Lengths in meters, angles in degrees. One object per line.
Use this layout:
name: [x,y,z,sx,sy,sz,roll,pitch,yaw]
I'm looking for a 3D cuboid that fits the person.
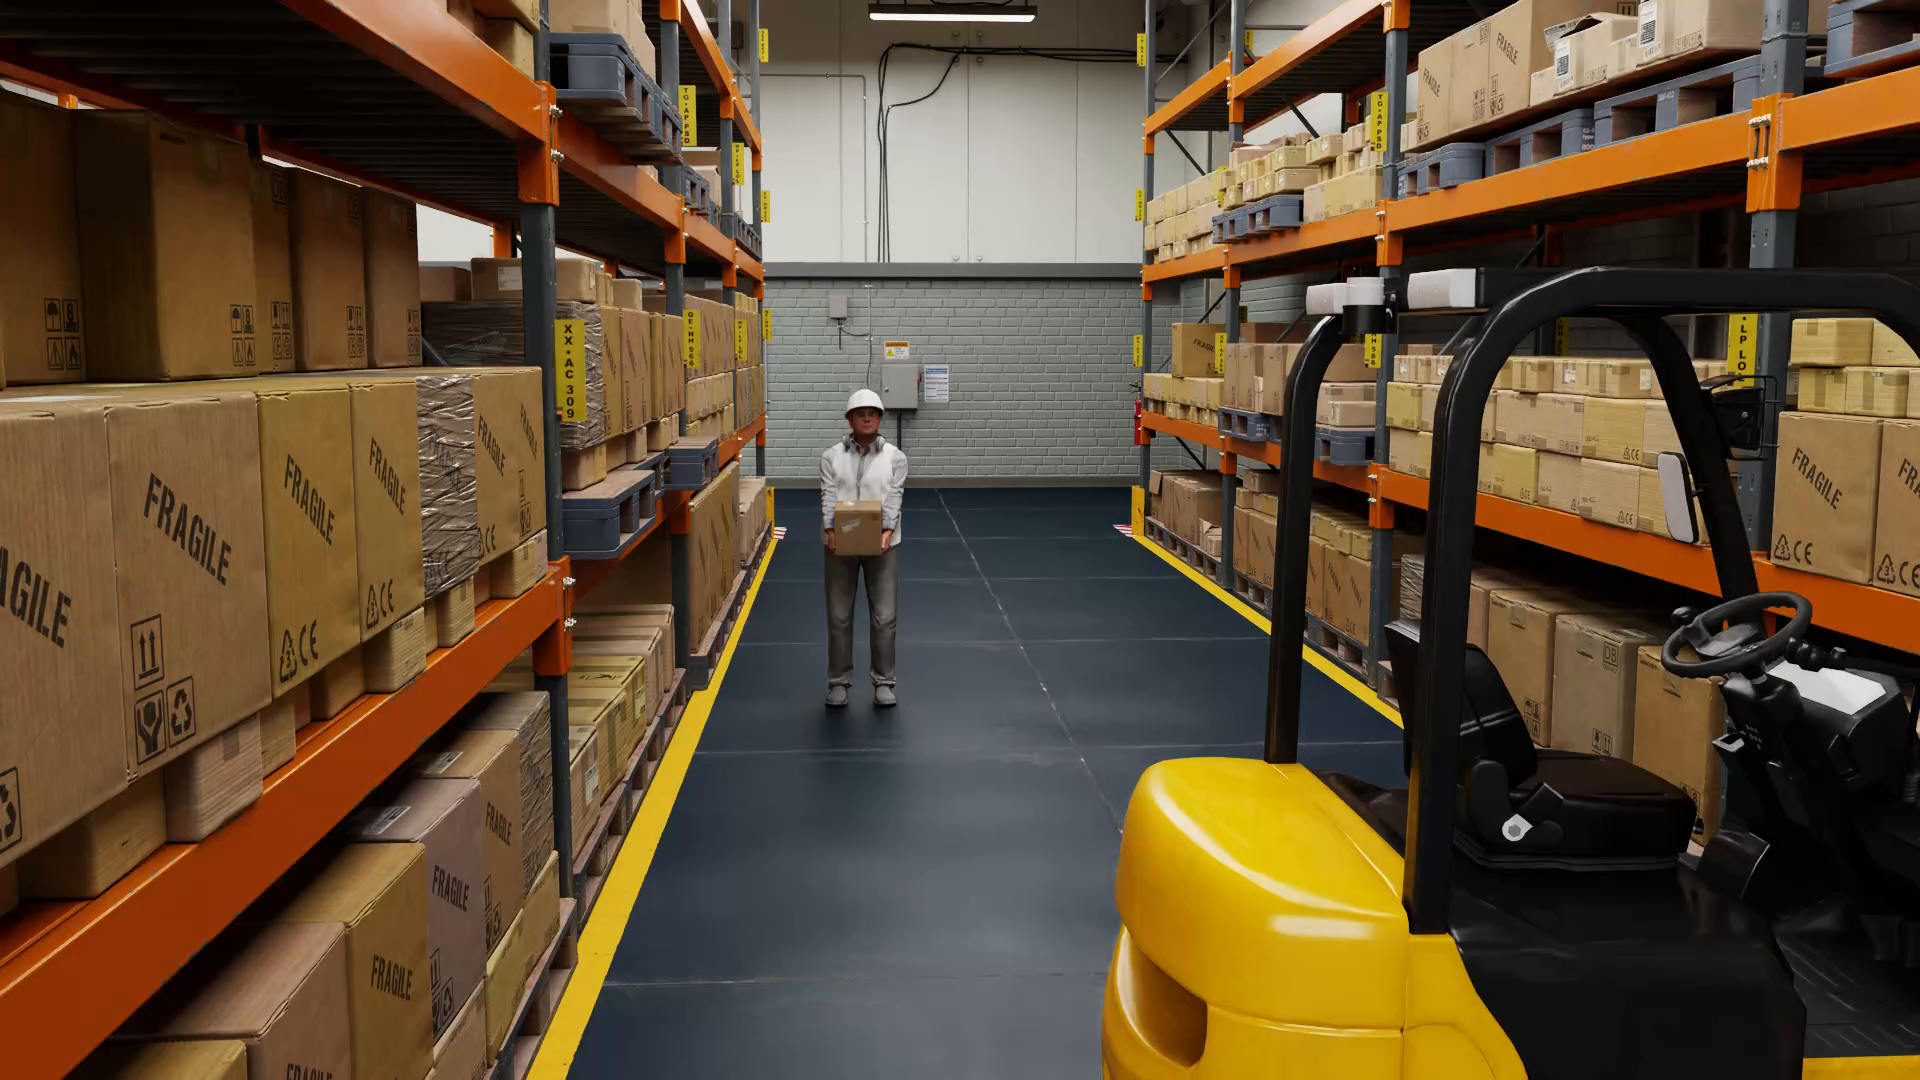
person: [-0.536,0.050,9.251,0.494,1.762,0.555,0,7,-1]
